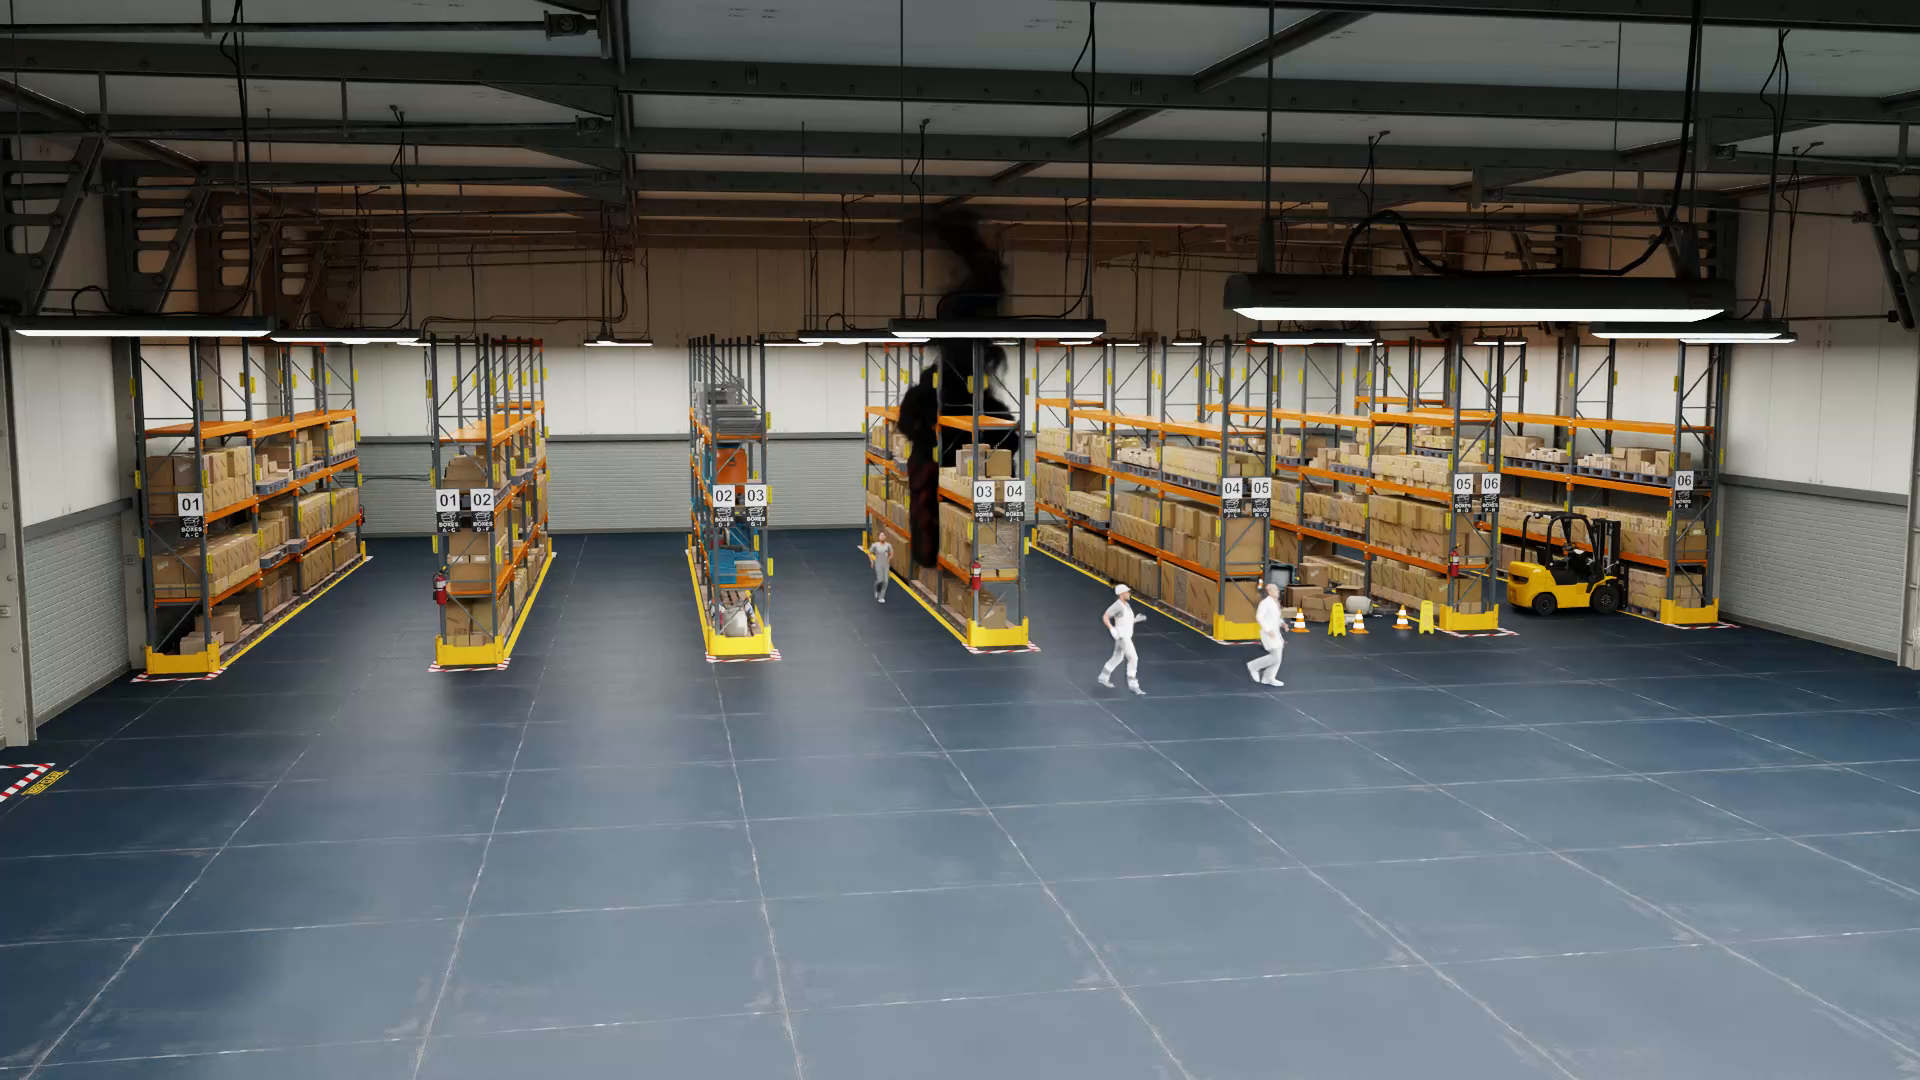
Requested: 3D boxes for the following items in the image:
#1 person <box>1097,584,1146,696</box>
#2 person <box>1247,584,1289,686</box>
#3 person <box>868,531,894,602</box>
[{"bbox_3d":[2.695,1.651,27.707,0.840,1.834,0.650,2,7,16],"label":"person"},{"bbox_3d":[5.268,1.609,28.447,0.636,1.750,0.731,3,7,26],"label":"person"},{"bbox_3d":[-1.755,0.613,37.565,0.565,1.624,0.545,-2,7,-15],"label":"person"}]
